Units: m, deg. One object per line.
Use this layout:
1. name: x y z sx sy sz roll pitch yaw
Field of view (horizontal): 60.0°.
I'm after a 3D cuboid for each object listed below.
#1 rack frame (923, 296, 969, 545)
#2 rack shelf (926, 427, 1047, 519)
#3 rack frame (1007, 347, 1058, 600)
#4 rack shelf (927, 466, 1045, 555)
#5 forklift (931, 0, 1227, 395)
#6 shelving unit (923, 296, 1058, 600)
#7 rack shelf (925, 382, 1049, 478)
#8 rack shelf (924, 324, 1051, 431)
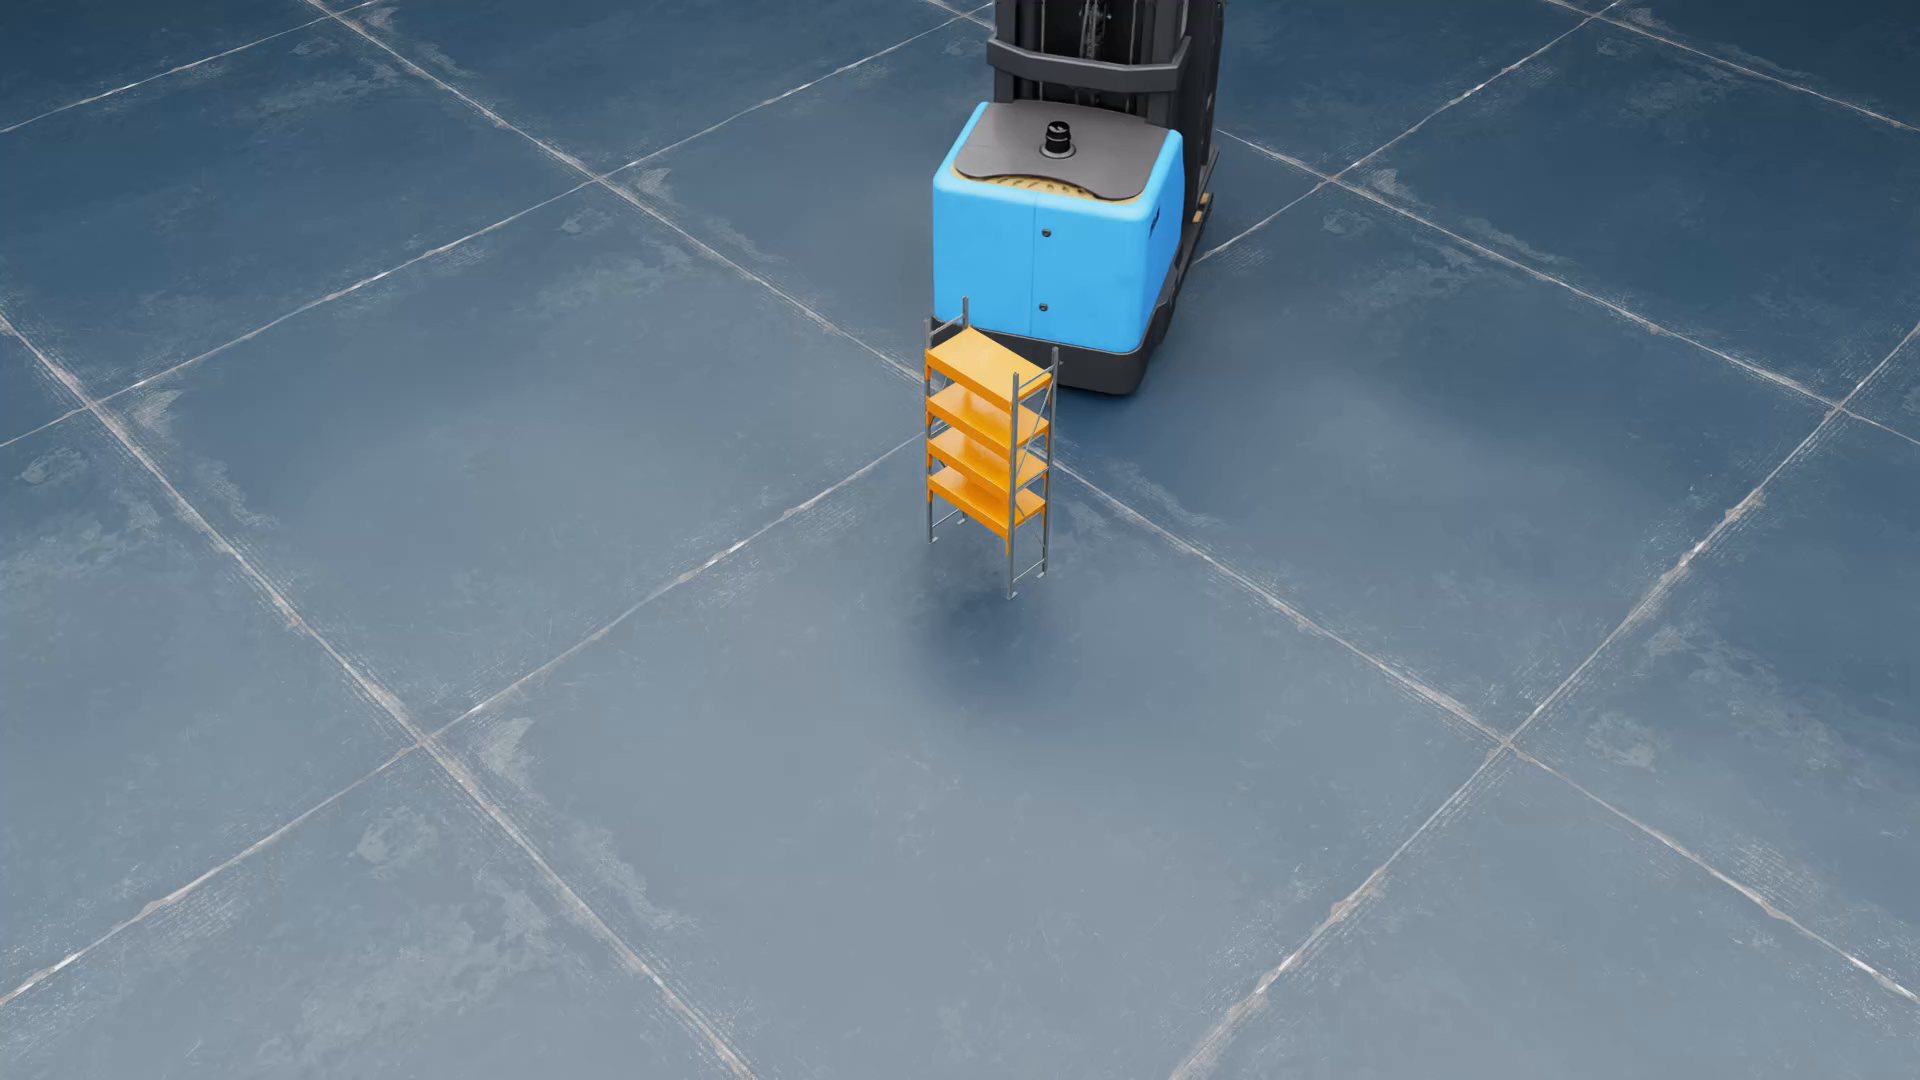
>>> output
1. rack frame: -0.055 -0.478 7.001 0.240 1.200 0.015 -34 53 -31
2. rack shelf: 0.117 -0.312 6.920 0.258 0.148 0.480 -34 53 -31
3. rack frame: 0.289 -0.244 6.747 0.240 1.200 0.015 -34 53 -31
4. rack shelf: 0.117 -0.166 7.055 0.258 0.148 0.480 -34 53 -31
5. forklift: 0.781 -2.793 8.230 1.130 2.935 3.031 12 44 13
6. shelving unit: 0.117 -0.361 6.874 0.258 1.200 0.503 -34 53 -31
7. rack shelf: 0.117 -0.476 6.768 0.258 0.148 0.480 -34 53 -31
8. rack shelf: 0.117 -0.650 6.607 0.258 0.148 0.480 -34 53 -31
